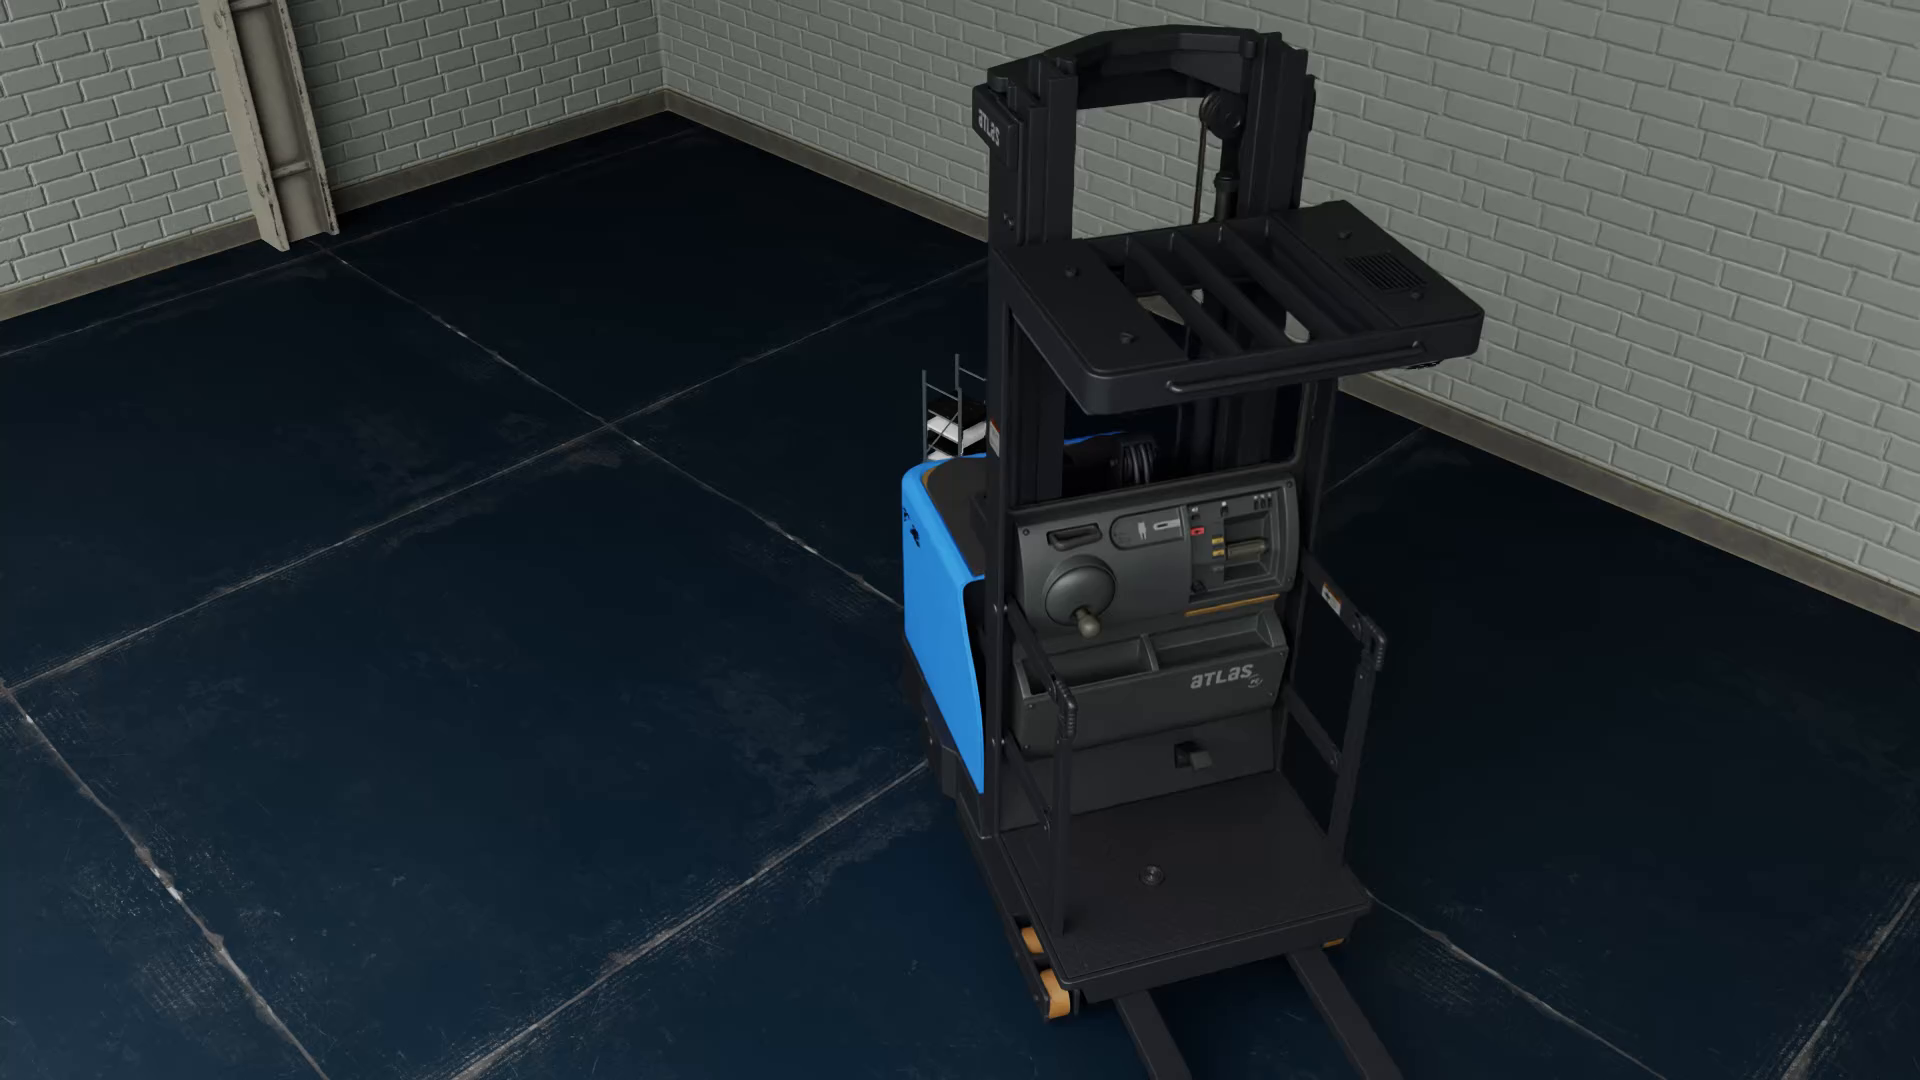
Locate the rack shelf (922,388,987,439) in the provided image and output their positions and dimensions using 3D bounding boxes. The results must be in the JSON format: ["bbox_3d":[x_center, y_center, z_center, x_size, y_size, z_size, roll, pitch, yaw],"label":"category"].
[{"bbox_3d":[-0.006,-0.560,7.352,0.258,0.077,0.200,30,45,35],"label":"rack shelf"}]

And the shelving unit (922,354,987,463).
[{"bbox_3d":[-0.006,-0.366,7.488,0.258,0.900,0.210,30,45,35],"label":"shelving unit"}]

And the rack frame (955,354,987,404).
[{"bbox_3d":[0.066,-0.407,7.547,0.240,0.900,0.006,30,45,35],"label":"rack frame"}]

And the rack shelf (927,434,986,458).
[{"bbox_3d":[-0.006,-0.412,7.455,0.258,0.077,0.200,30,45,35],"label":"rack shelf"}]

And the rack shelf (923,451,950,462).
[{"bbox_3d":[-0.006,-0.338,7.507,0.258,0.077,0.200,30,45,35],"label":"rack shelf"}]

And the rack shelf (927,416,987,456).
[{"bbox_3d":[-0.006,-0.486,7.404,0.258,0.077,0.200,30,45,35],"label":"rack shelf"}]

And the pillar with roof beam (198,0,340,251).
[{"bbox_3d":[-1.120,-3.887,5.456,9.100,9.000,0.400,30,45,35],"label":"pillar with roof beam"}]

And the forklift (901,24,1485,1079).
[{"bbox_3d":[0.694,0.115,5.022,1.130,2.935,3.031,-10,36,-14],"label":"forklift"}]

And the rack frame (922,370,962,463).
[{"bbox_3d":[-0.077,-0.325,7.429,0.240,0.900,0.006,30,45,35],"label":"rack frame"}]
